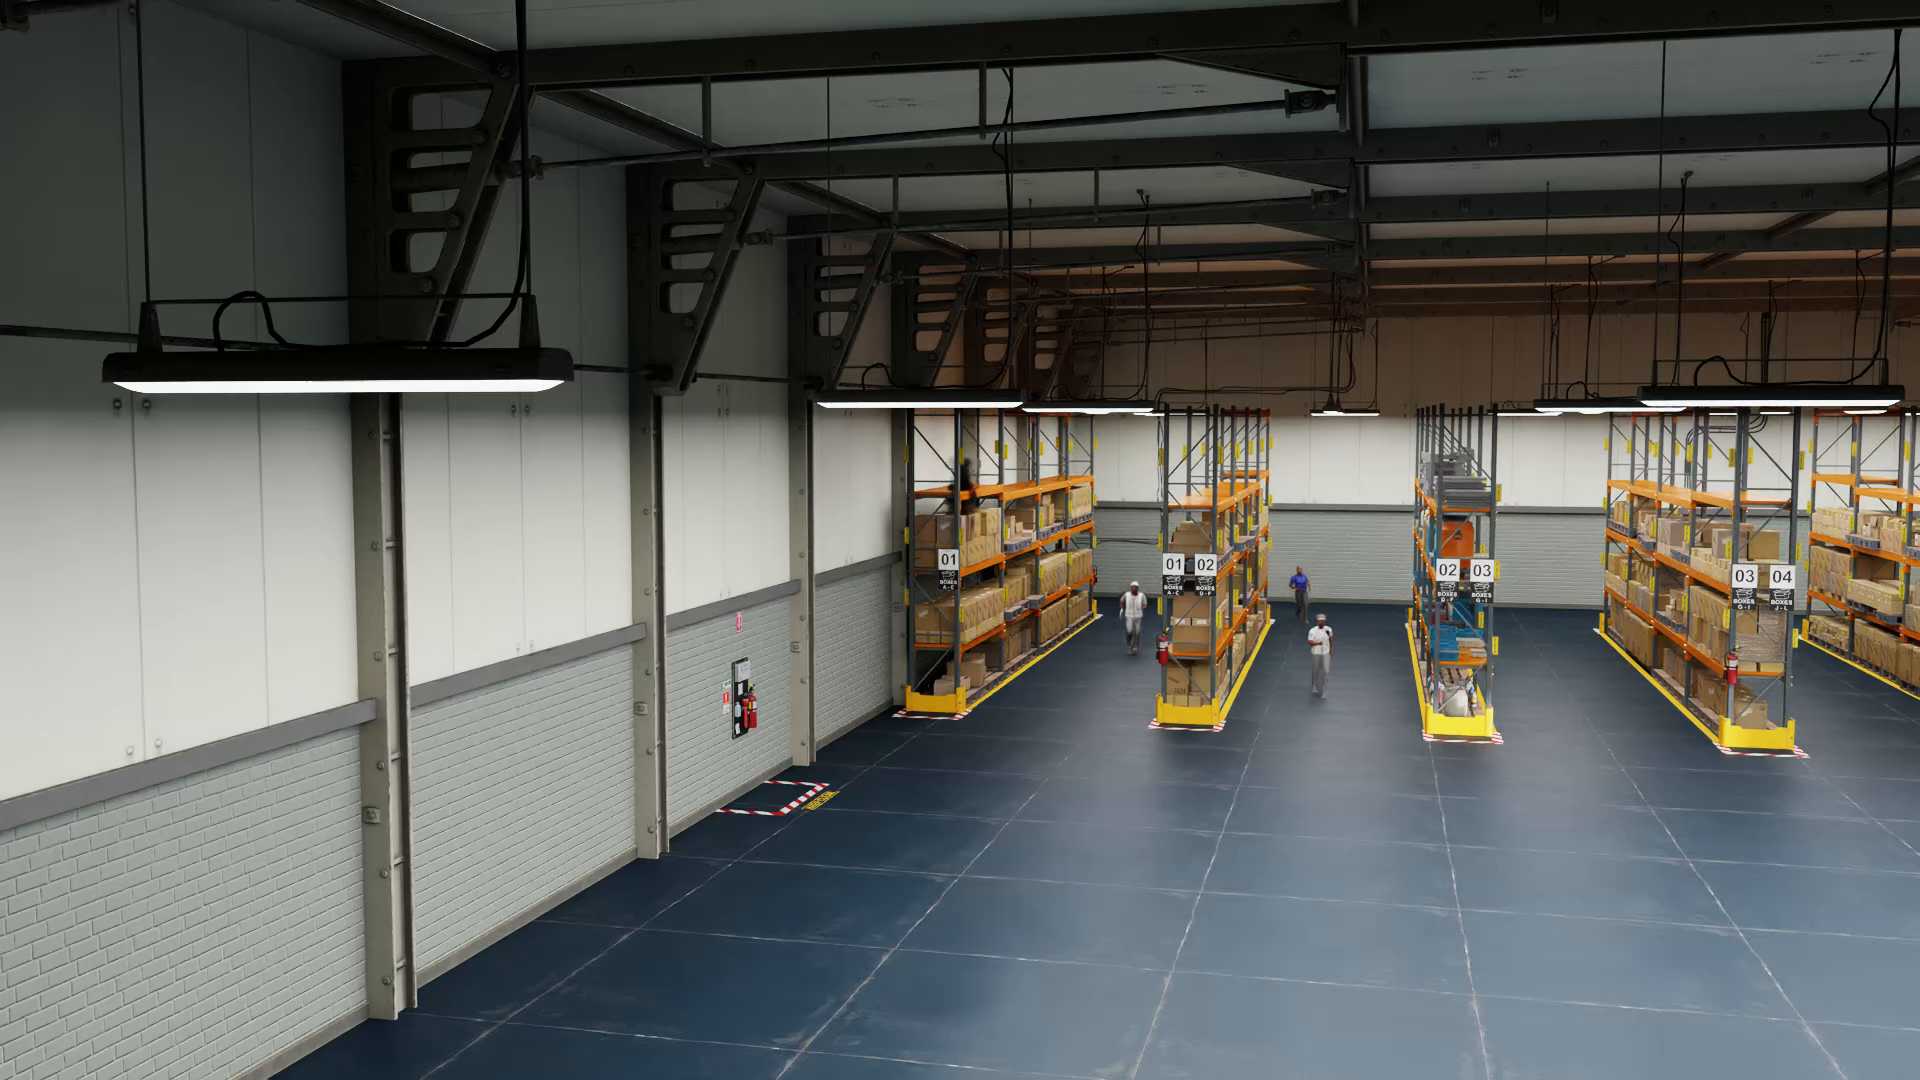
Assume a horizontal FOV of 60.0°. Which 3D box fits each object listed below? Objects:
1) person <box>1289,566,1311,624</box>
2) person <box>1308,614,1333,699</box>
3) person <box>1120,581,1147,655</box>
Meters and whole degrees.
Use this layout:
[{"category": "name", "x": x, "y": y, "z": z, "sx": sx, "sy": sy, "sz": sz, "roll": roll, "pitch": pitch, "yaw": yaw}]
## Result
[{"category": "person", "x": 9.541, "y": 1.542, "z": 46.697, "sx": 0.628, "sy": 1.649, "sz": 0.768, "roll": -1, "pitch": 4, "yaw": -15}, {"category": "person", "x": 7.439, "y": 2.384, "z": 34.271, "sx": 0.562, "sy": 1.749, "sz": 0.847, "roll": 0, "pitch": 4, "yaw": 3}, {"category": "person", "x": 4.212, "y": 1.899, "z": 40.332, "sx": 0.657, "sy": 1.792, "sz": 0.714, "roll": 0, "pitch": 4, "yaw": 1}]
